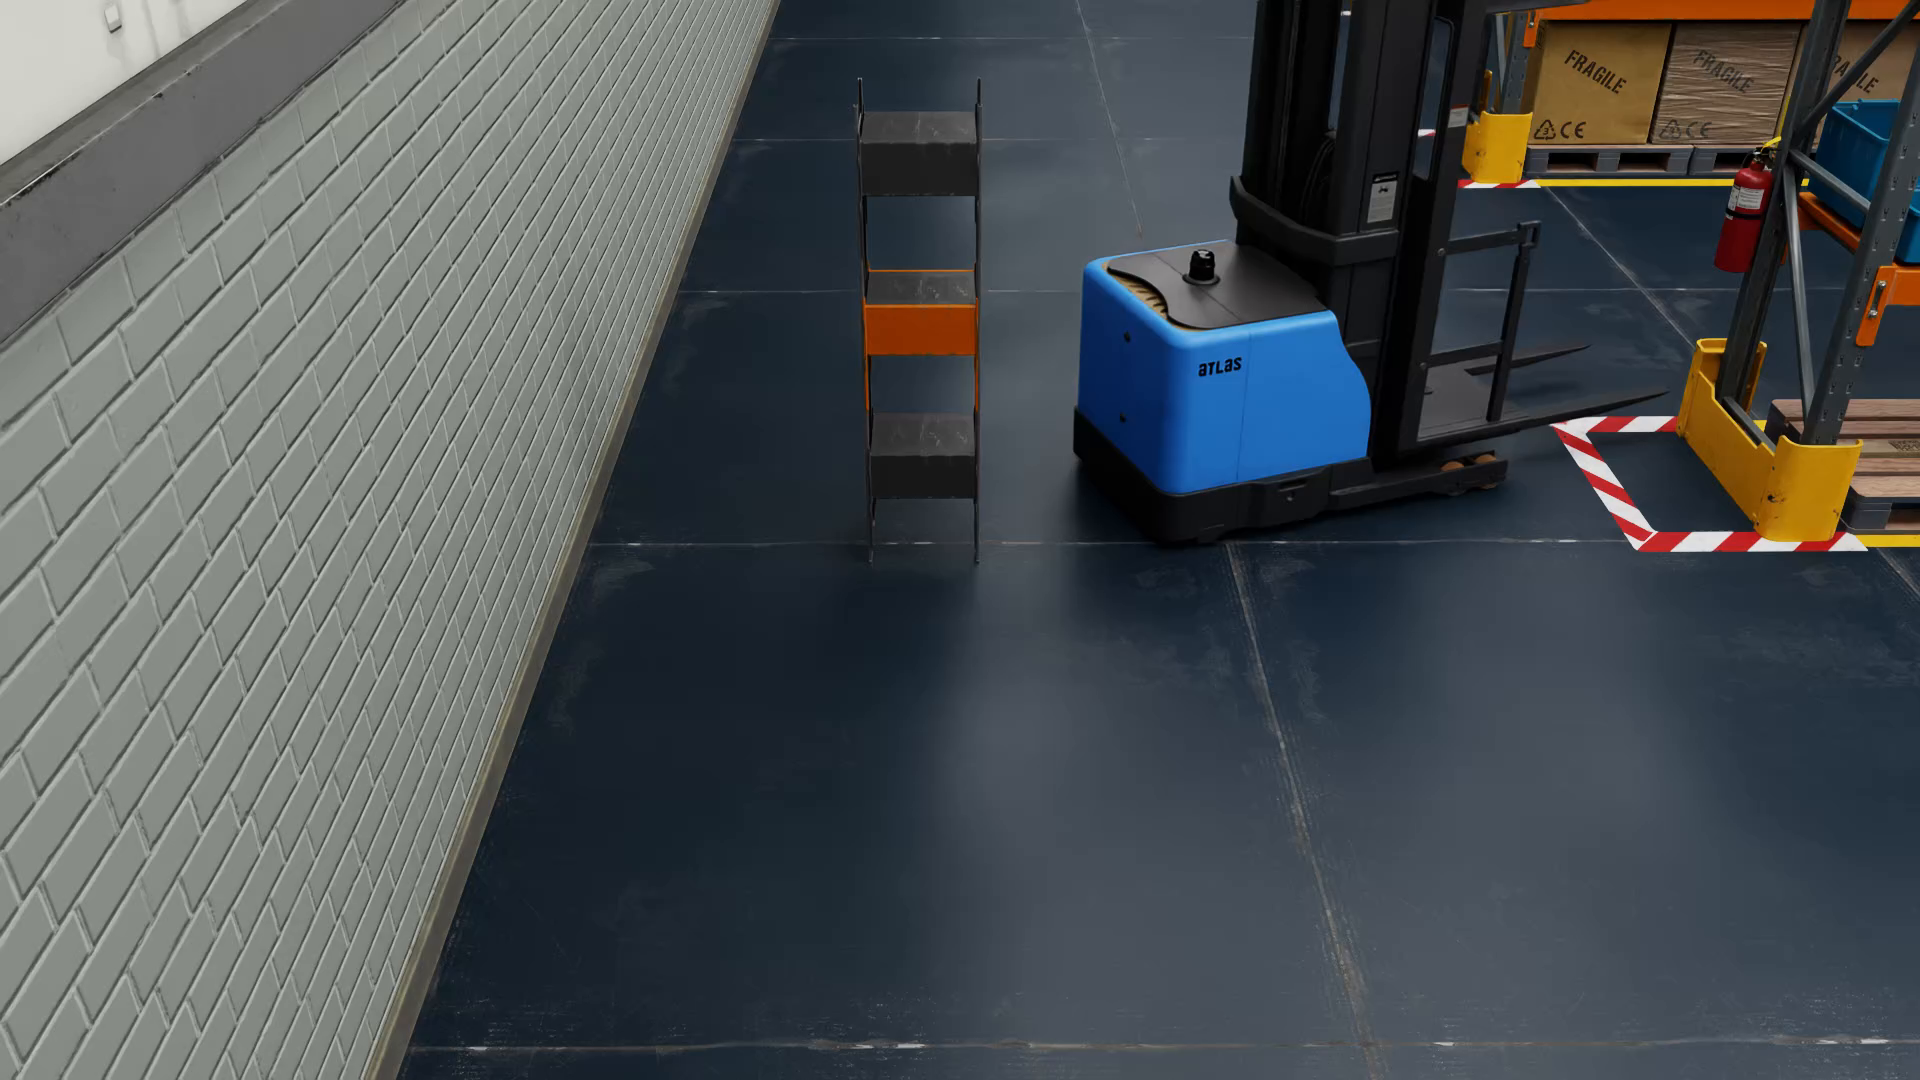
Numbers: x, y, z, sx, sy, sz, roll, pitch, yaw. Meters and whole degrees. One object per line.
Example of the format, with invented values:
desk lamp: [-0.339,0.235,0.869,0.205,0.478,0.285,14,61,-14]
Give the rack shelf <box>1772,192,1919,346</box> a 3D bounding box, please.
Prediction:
rack shelf: [5.935,-1.283,7.667,4.000,0.370,1.077,0,31,0]

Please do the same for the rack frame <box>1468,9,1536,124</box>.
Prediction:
rack frame: [3.906,-4.154,11.704,0.127,3.000,1.000,0,31,0]

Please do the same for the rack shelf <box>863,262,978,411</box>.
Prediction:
rack shelf: [-0.166,-0.886,7.212,0.480,0.518,0.431,0,31,0]

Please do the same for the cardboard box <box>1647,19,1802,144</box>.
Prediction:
cardboard box: [5.455,-3.471,12.223,0.875,0.875,0.875,0,31,0]

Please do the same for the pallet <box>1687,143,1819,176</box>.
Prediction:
pallet: [5.922,-3.007,12.502,1.213,0.211,1.003,0,31,0]

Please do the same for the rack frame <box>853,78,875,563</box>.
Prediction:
rack frame: [-0.410,-0.896,7.203,0.015,2.100,0.400,0,31,0]

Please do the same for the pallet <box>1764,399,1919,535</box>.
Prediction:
pallet: [4.760,-0.375,8.164,1.213,0.211,1.003,0,31,0]

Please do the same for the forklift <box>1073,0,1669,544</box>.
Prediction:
forklift: [2.138,-1.709,7.741,3.031,2.935,1.130,-12,33,-18]

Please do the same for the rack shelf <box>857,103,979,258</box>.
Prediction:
rack shelf: [-0.166,-1.484,6.848,0.480,0.518,0.431,0,31,0]

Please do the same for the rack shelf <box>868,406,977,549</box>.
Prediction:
rack shelf: [-0.166,-0.287,7.575,0.480,0.518,0.431,0,31,0]

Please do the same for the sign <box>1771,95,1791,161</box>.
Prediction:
sign: [3.916,-1.939,7.898,0.005,0.325,0.100,0,31,0]

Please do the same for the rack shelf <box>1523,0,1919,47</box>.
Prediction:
rack shelf: [5.905,-3.852,11.901,4.000,0.370,1.077,0,31,0]

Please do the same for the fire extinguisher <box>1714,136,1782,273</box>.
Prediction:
fire extinguisher: [3.782,-1.627,7.974,0.183,0.674,0.296,0,31,0]

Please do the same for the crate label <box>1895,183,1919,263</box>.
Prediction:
crate label: [4.184,-1.369,7.217,0.303,0.233,0.416,0,31,0]

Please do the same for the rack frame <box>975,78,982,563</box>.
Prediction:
rack frame: [0.078,-0.898,7.206,0.015,2.100,0.400,0,31,0]

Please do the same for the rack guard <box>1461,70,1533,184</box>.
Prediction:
rack guard: [3.882,-3.085,12.352,0.348,0.500,1.175,0,31,0]

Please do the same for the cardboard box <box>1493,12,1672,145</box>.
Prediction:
cardboard box: [4.545,-3.468,12.218,0.875,0.875,0.875,0,31,0]

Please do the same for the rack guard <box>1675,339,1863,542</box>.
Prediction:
rack guard: [3.911,-0.509,8.107,0.348,0.500,1.175,0,31,0]

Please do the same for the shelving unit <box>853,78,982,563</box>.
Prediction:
shelving unit: [-0.166,-0.897,7.205,0.503,2.100,0.431,0,31,0]

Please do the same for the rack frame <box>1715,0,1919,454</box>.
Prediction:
rack frame: [3.935,-1.584,7.470,0.127,3.000,1.000,0,31,0]

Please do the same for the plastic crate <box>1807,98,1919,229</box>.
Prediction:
plastic crate: [4.269,-1.723,7.606,0.499,0.435,0.616,0,31,0]

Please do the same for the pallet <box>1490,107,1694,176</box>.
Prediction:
pallet: [4.705,-3.004,12.498,1.213,0.211,1.003,0,31,0]

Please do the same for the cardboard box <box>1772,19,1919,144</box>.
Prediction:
cardboard box: [6.345,-3.474,12.227,0.875,0.875,0.875,0,31,0]

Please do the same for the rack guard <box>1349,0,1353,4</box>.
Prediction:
rack guard: [4.053,-5.658,16.594,0.348,0.500,1.175,0,31,0]
